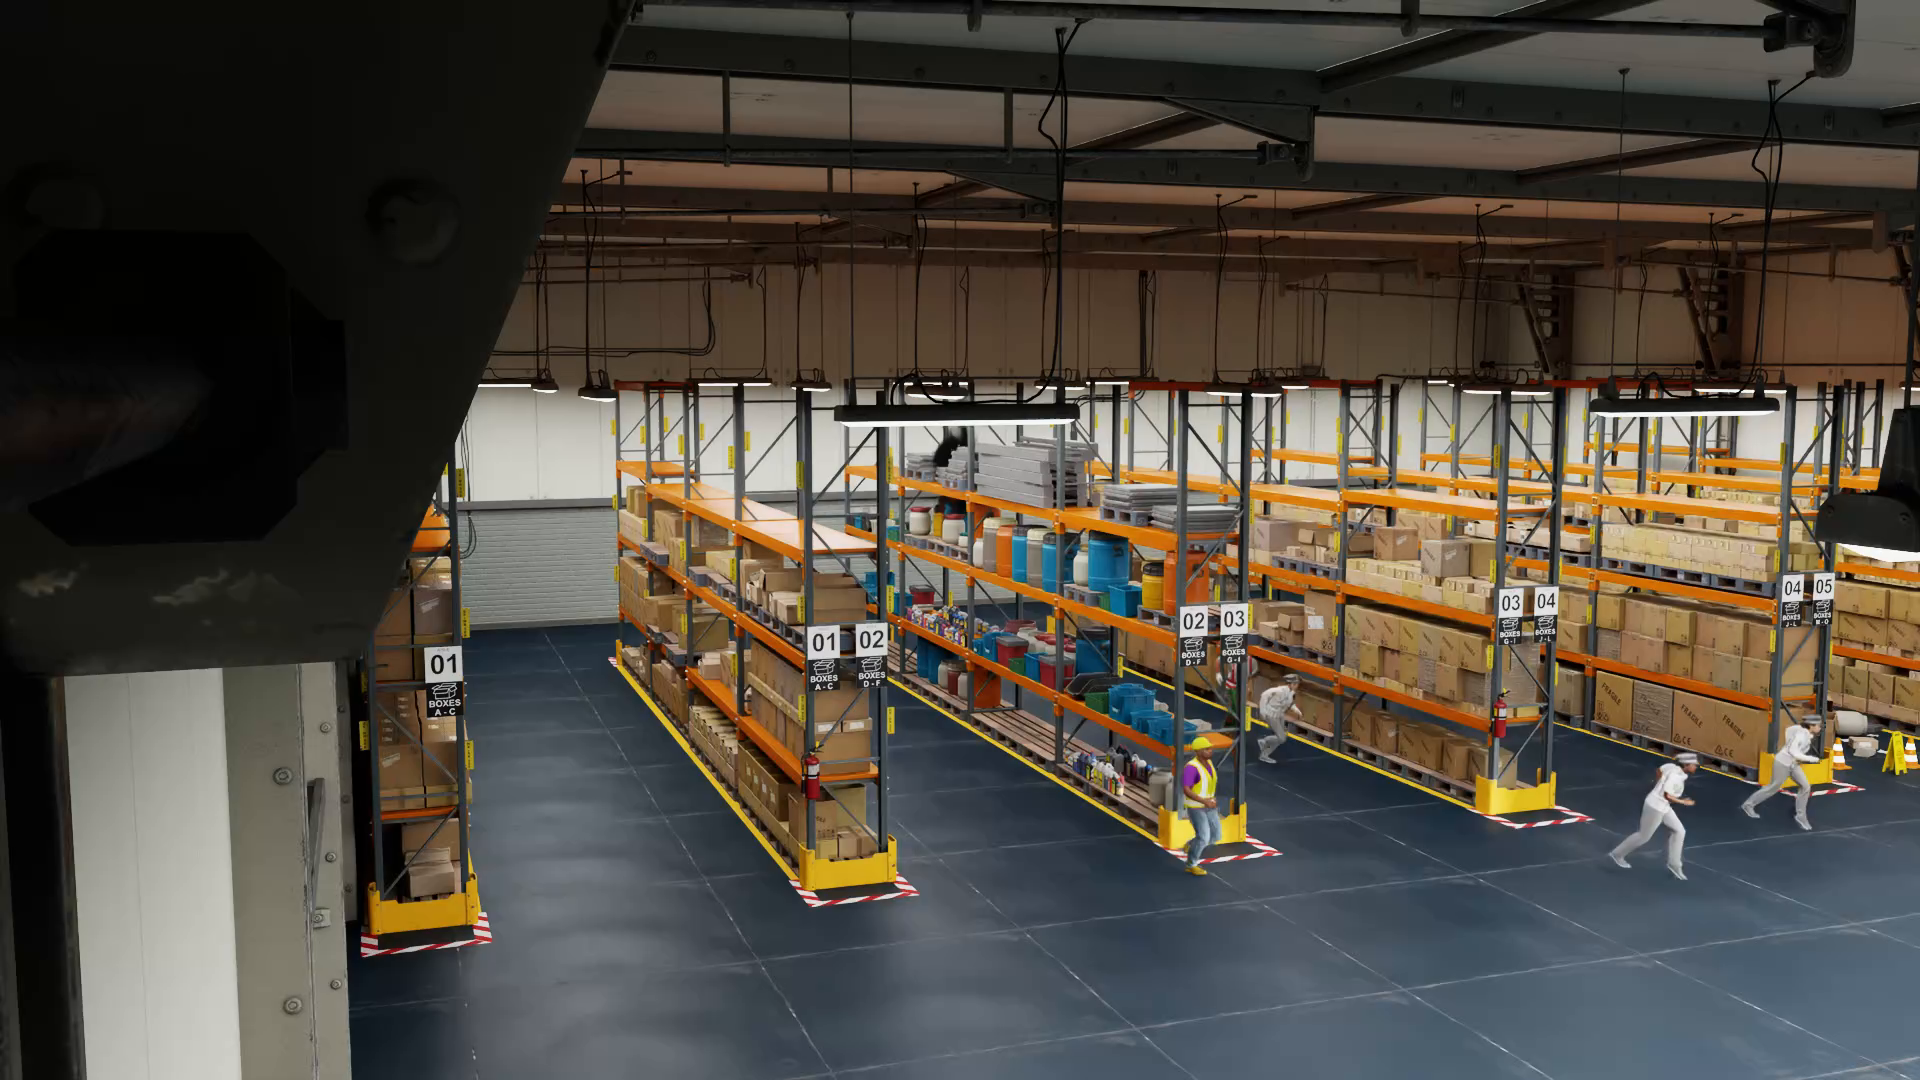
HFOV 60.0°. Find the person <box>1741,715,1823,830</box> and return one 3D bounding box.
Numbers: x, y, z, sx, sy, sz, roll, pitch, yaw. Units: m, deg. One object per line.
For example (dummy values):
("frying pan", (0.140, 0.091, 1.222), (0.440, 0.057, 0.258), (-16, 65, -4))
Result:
("person", (11.304, 3.159, 22.881), (0.960, 1.621, 0.658), (4, 7, 32))

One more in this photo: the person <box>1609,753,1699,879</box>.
("person", (8.615, 3.400, 20.656), (0.978, 1.620, 0.619), (3, 7, 26))

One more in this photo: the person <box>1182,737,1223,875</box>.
("person", (3.011, 3.289, 20.629), (0.602, 1.720, 0.748), (4, 8, 36))

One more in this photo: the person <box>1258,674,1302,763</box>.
("person", (5.022, 2.830, 26.236), (0.641, 1.491, 0.748), (-6, 8, -44))

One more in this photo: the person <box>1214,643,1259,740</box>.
("person", (4.633, 2.515, 27.808), (0.643, 1.721, 0.922), (-2, 7, -22))
